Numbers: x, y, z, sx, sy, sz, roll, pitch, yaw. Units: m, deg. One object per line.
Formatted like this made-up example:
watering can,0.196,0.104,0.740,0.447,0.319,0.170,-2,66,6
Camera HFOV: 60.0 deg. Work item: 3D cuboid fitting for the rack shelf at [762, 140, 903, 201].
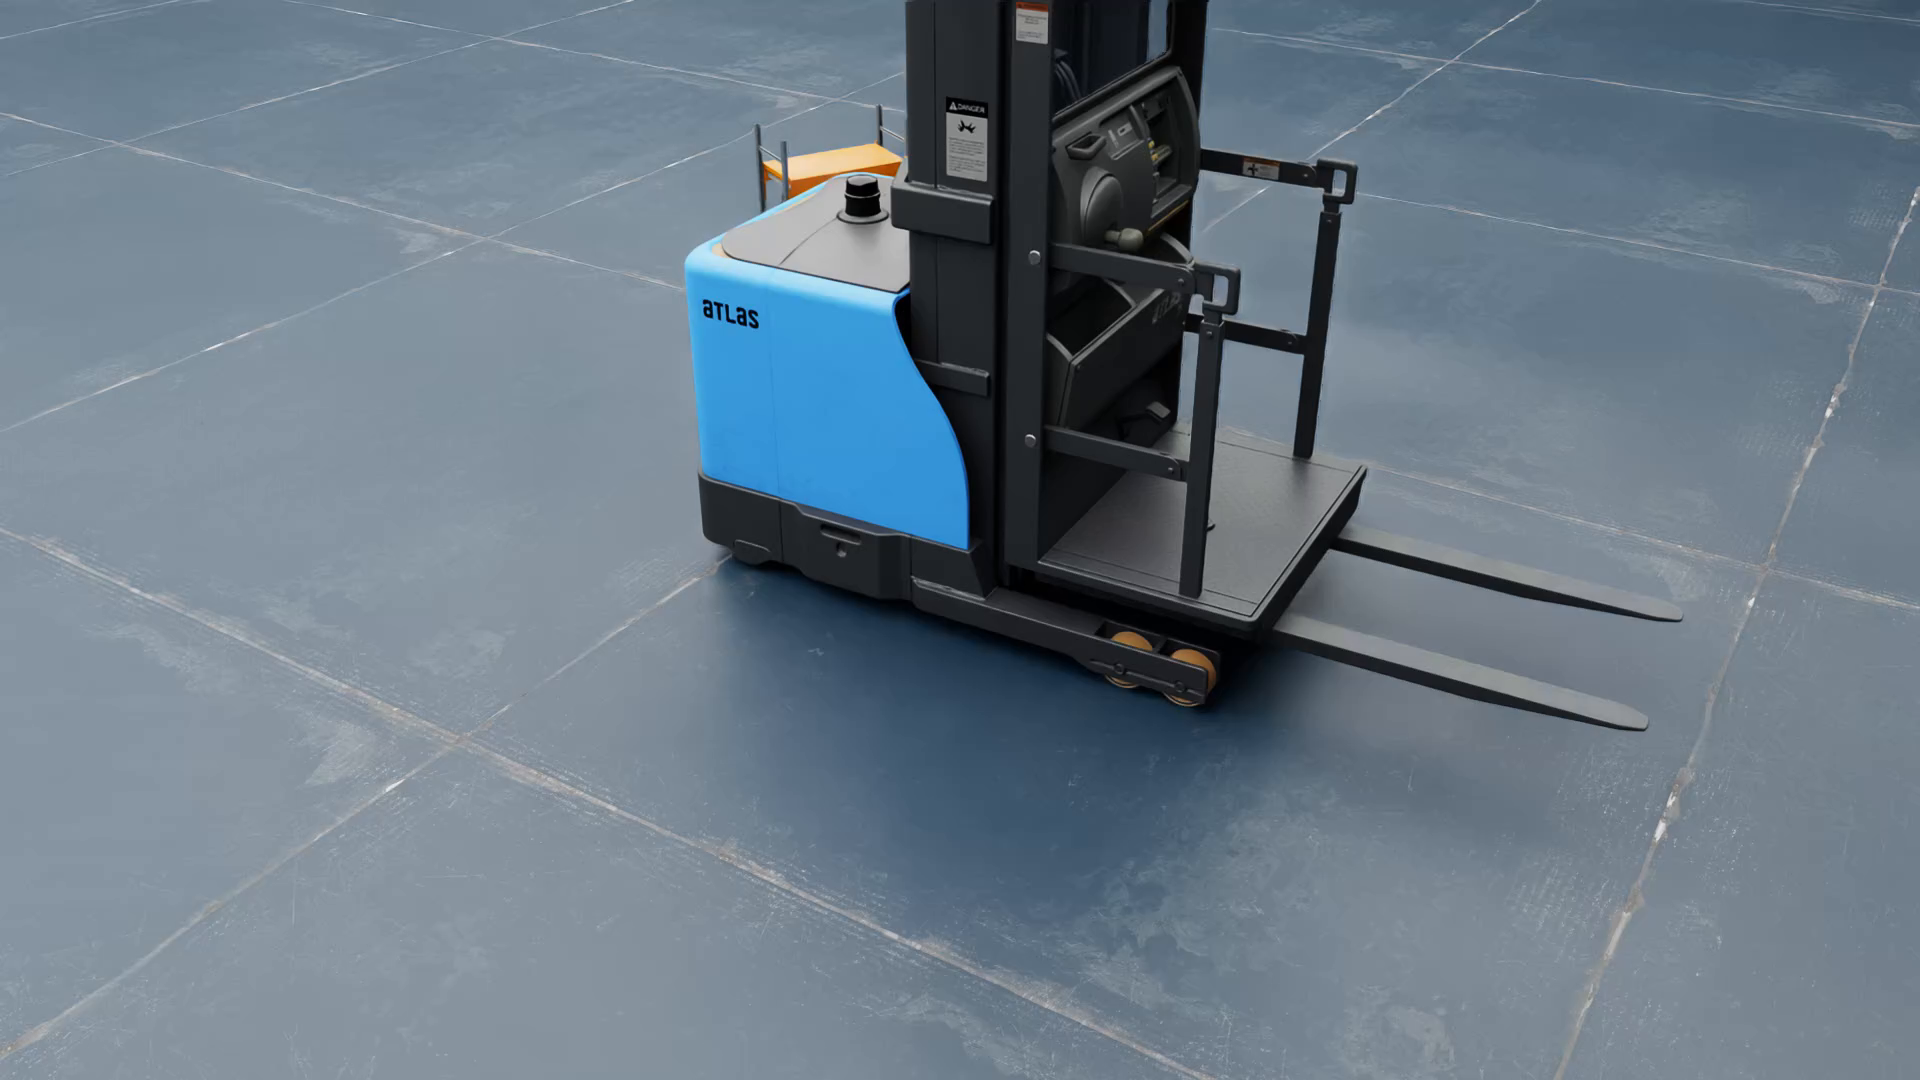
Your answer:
rack shelf,-0.453,-1.310,6.024,0.480,0.148,0.258,-16,34,-26

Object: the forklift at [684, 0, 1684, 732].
forklift,0.666,-1.081,4.694,3.031,2.935,1.130,16,34,25

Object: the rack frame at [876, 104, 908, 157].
rack frame,-0.242,-1.032,6.328,0.015,1.200,0.240,-16,34,-26

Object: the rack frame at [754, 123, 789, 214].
rack frame,-0.664,-0.908,6.115,0.015,1.200,0.240,-16,34,-26

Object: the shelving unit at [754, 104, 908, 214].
shelving unit,-0.453,-0.970,6.222,0.503,1.200,0.258,-16,34,-26
